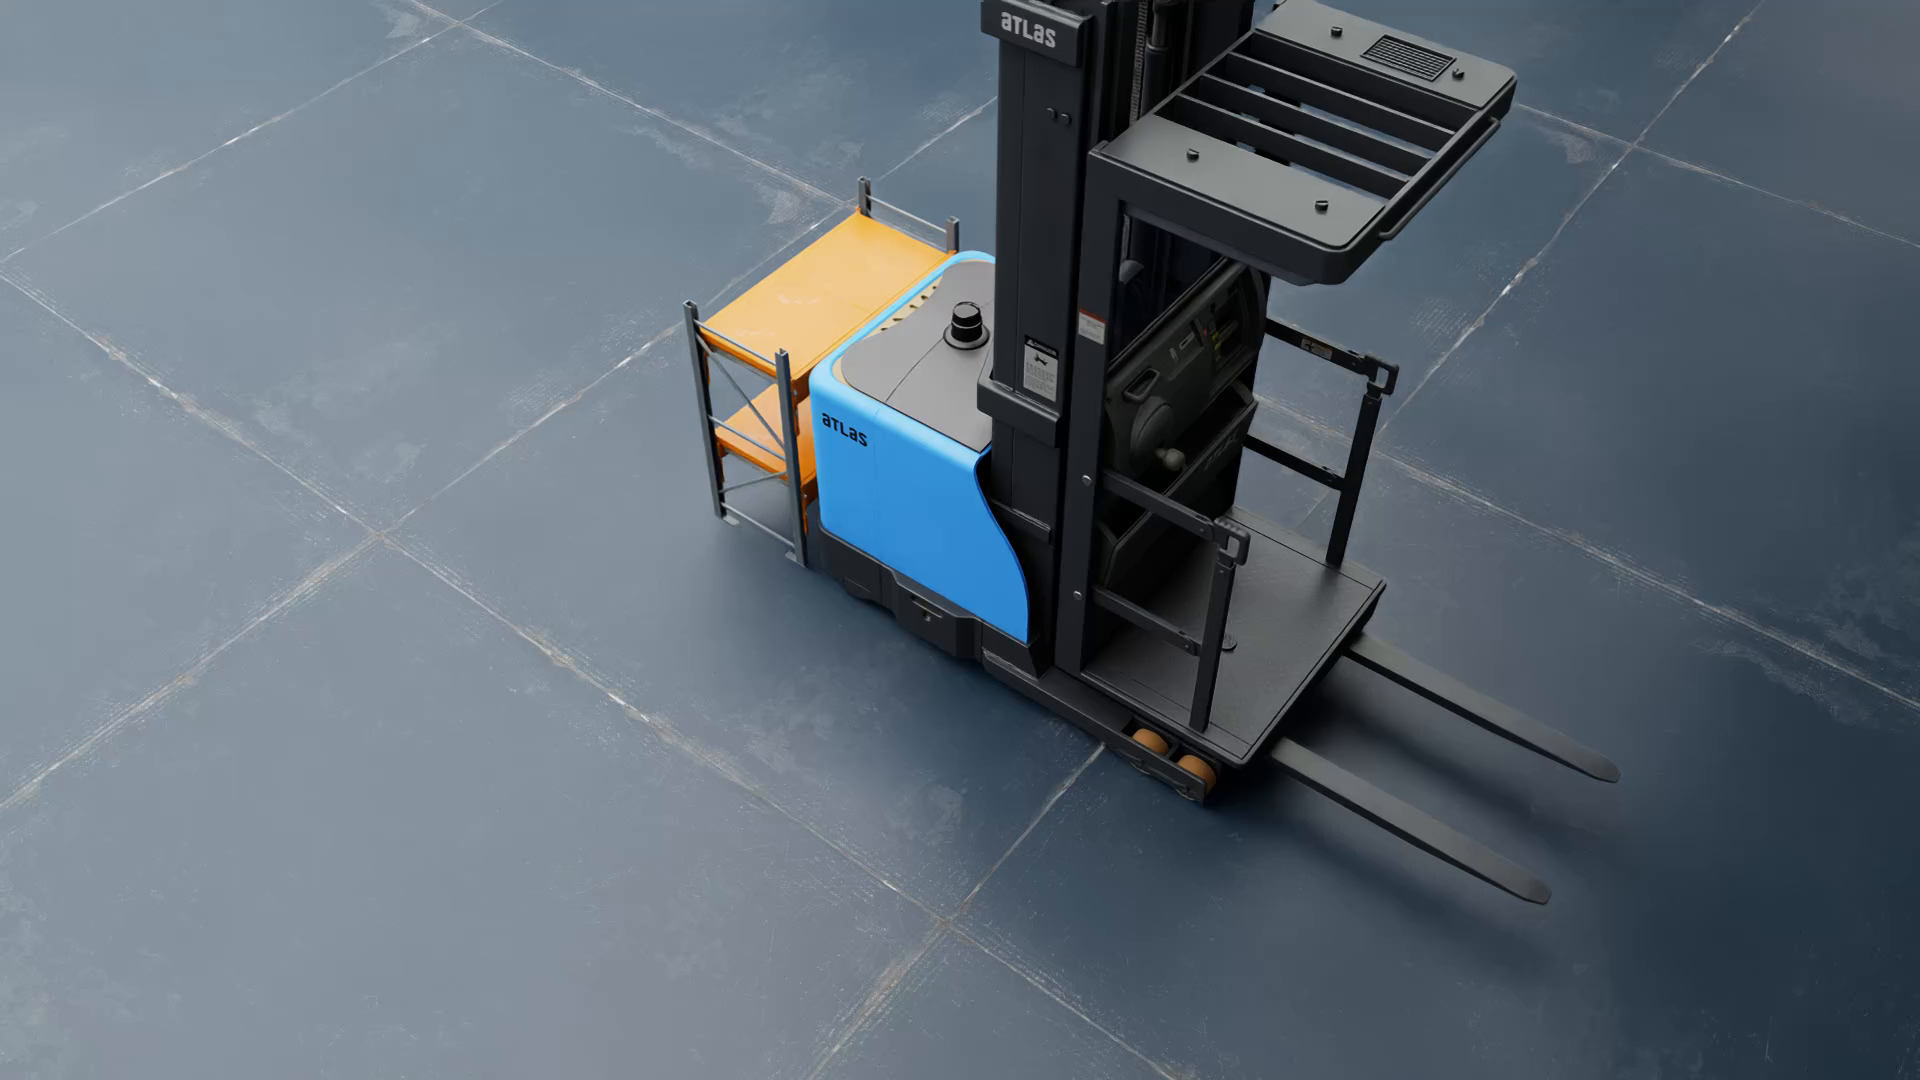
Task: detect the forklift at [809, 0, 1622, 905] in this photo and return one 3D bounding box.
[{"bbox_3d":[0.916,-0.513,5.377,3.031,2.935,1.130,29,53,25],"label":"forklift"}]

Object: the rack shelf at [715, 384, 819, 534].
[{"bbox_3d":[-0.518,-0.516,6.968,0.538,0.278,1.000,29,53,25],"label":"rack shelf"}]

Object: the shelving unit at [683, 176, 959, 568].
[{"bbox_3d":[-0.518,-0.685,6.791,0.538,1.125,1.048,29,53,25],"label":"shelving unit"}]

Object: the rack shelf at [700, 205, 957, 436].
[{"bbox_3d":[-0.518,-0.887,6.579,0.538,0.278,1.000,29,53,25],"label":"rack shelf"}]

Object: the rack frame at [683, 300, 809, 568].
[{"bbox_3d":[-0.827,-0.392,6.512,0.500,1.125,0.032,29,53,25],"label":"rack frame"}]

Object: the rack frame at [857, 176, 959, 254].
[{"bbox_3d":[-0.210,-0.977,7.070,0.500,1.125,0.032,29,53,25],"label":"rack frame"}]
